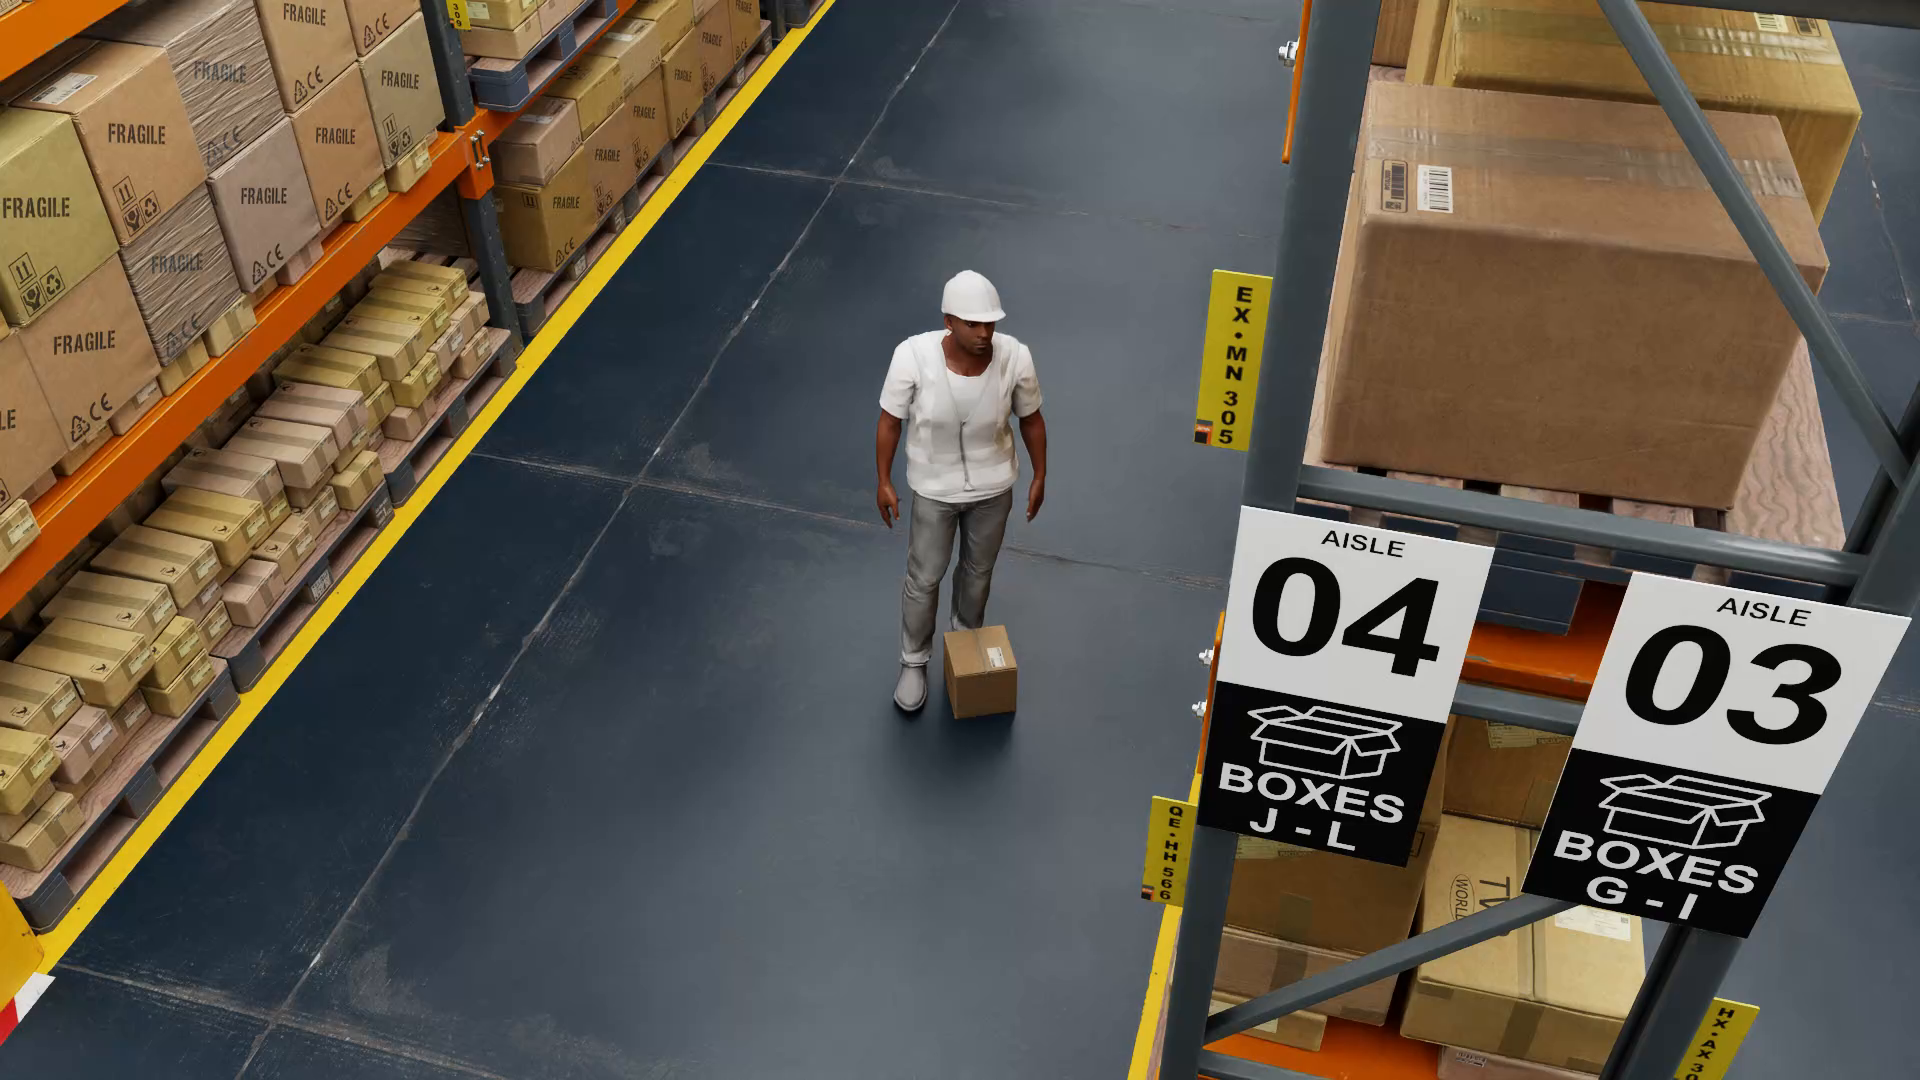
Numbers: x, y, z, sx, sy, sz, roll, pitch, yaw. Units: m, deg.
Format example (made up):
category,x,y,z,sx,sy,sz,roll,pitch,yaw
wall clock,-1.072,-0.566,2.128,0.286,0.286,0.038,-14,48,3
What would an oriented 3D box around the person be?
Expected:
category,x,y,z,sx,sy,sz,roll,pitch,yaw
person,0.018,-0.175,6.328,0.665,1.768,0.575,-6,41,-7
